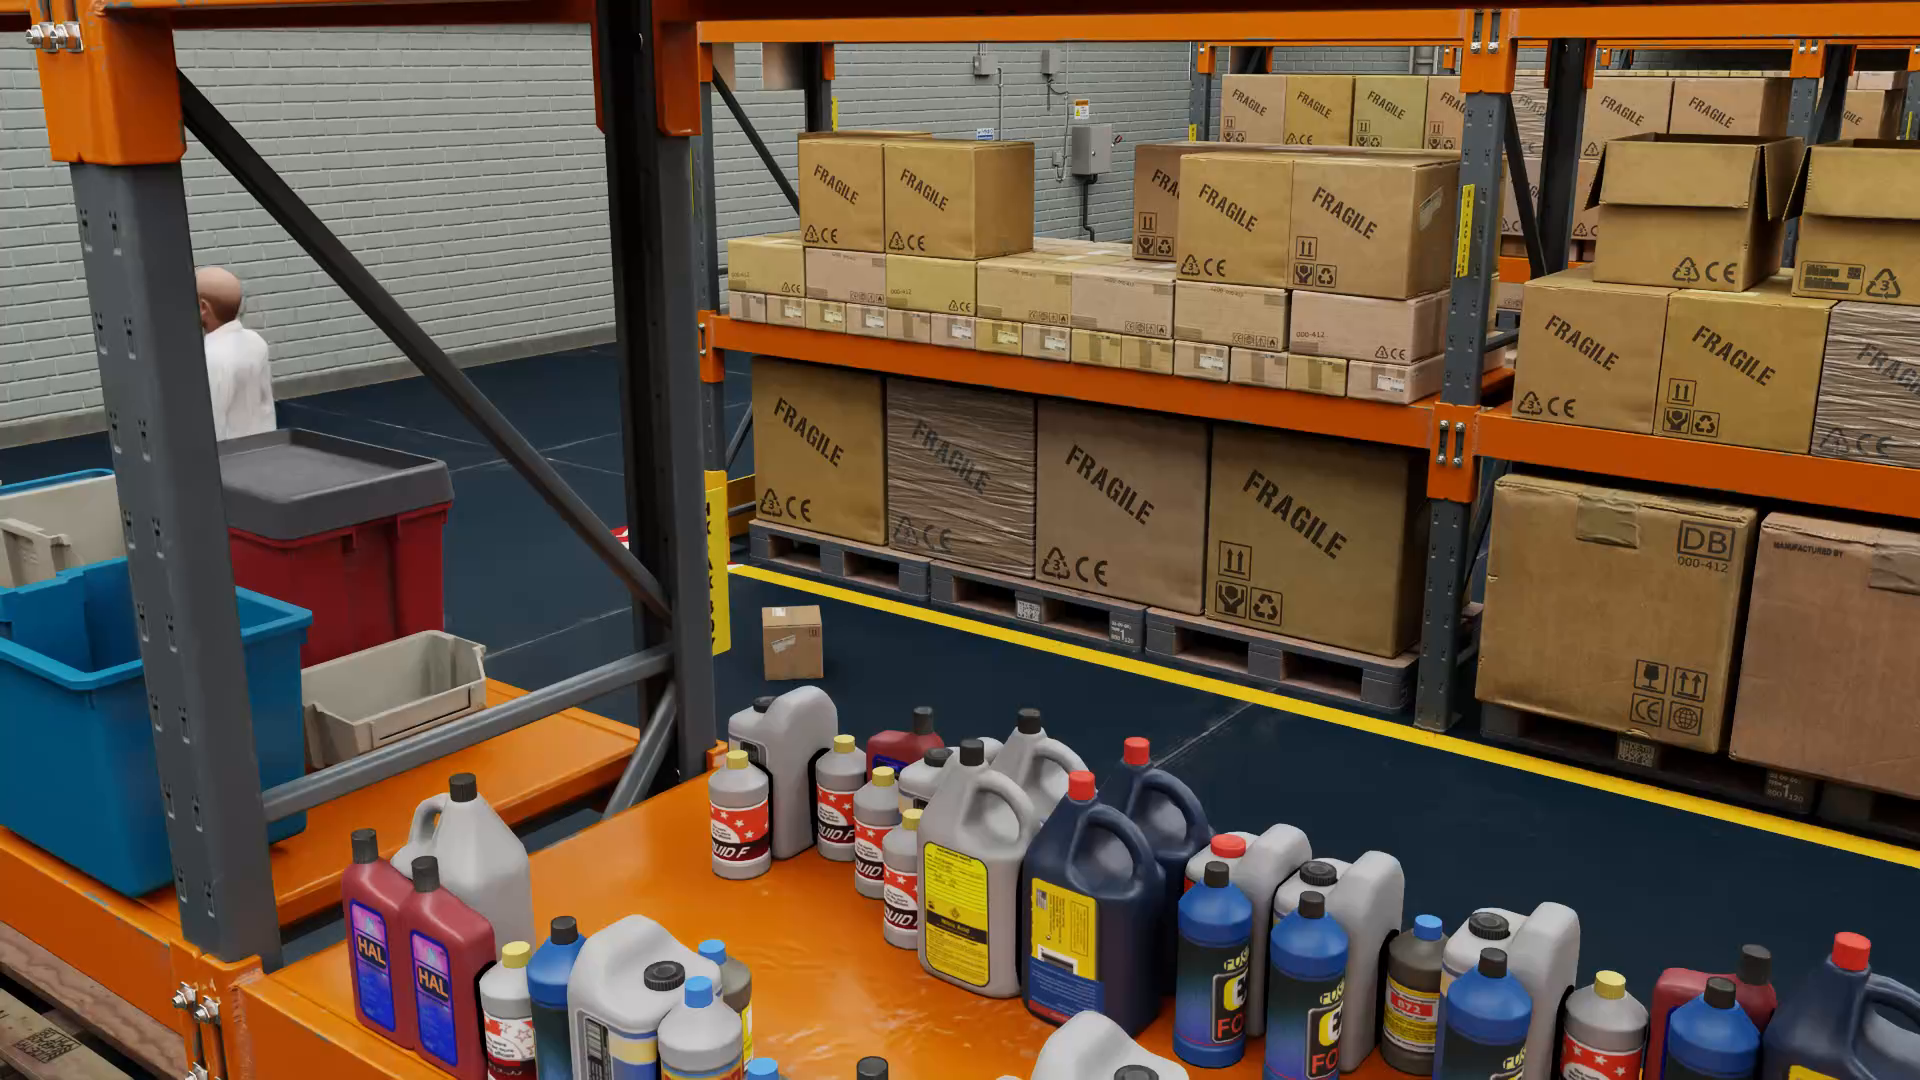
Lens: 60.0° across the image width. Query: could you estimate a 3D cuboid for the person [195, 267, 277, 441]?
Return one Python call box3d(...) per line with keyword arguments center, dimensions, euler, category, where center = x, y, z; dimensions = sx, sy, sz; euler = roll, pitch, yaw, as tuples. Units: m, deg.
box3d(center=(-2.955, -0.191, 6.680), dimensions=(0.510, 1.800, 0.579), euler=(-2, 16, -6), category="person")
